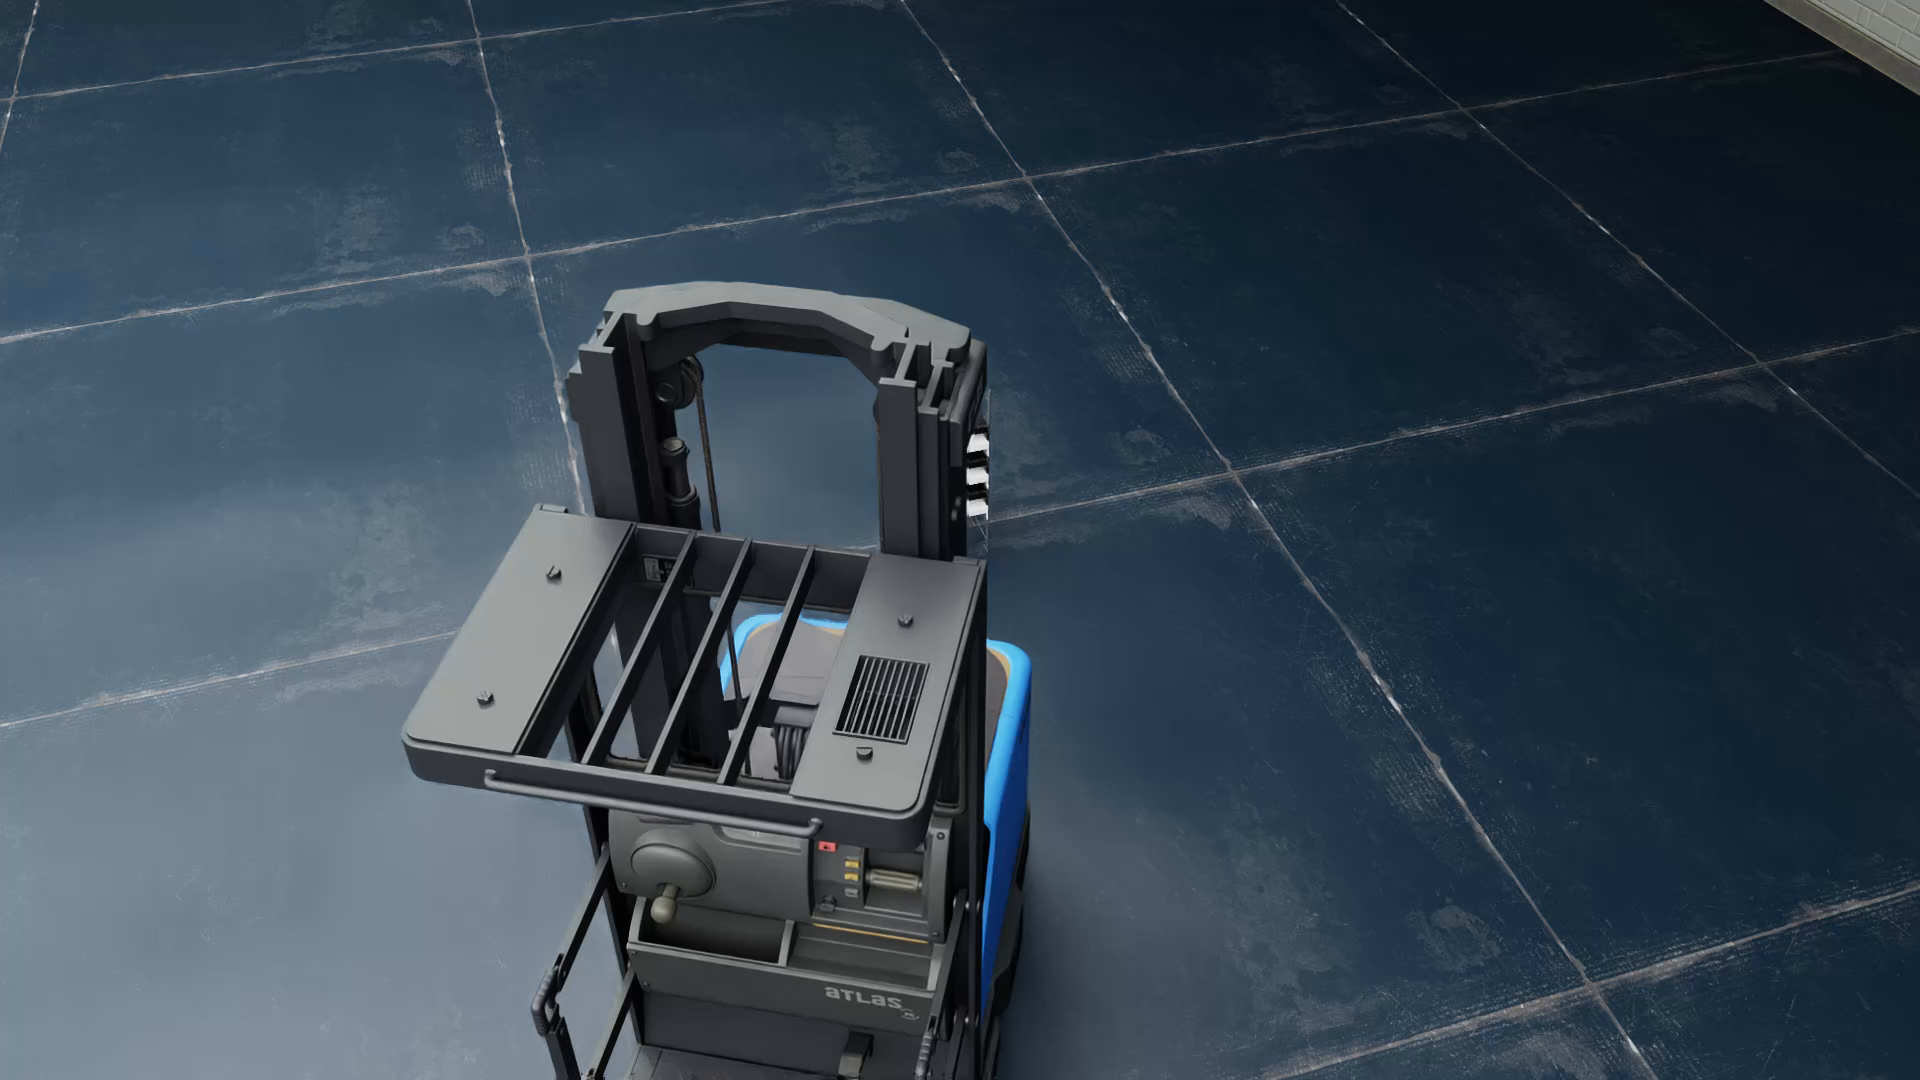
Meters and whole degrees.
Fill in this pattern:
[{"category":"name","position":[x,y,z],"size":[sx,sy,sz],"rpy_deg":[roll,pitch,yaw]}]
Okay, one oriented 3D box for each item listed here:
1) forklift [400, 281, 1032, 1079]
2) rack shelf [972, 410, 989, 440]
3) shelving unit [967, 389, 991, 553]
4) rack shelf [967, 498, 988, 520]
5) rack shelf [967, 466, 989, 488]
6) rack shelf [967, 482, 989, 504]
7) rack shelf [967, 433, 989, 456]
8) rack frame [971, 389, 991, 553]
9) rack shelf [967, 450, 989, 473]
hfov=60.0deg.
[{"category":"forklift","position":[-0.525,0.949,4.286],"size":[1.130,2.935,3.031],"rpy_deg":[7,42,8]},{"category":"rack shelf","position":[-0.008,-0.516,7.146],"size":[0.200,0.077,0.258],"rpy_deg":[-12,42,-13]},{"category":"shelving unit","position":[-0.008,-0.337,7.302],"size":[0.210,0.900,0.258],"rpy_deg":[-12,42,-13]},{"category":"rack shelf","position":[-0.008,-0.177,7.442],"size":[0.200,0.077,0.258],"rpy_deg":[-12,42,-13]},{"category":"rack shelf","position":[-0.008,-0.312,7.324],"size":[0.200,0.077,0.258],"rpy_deg":[-12,42,-13]},{"category":"rack shelf","position":[-0.008,-0.244,7.383],"size":[0.200,0.077,0.258],"rpy_deg":[-12,42,-13]},{"category":"rack shelf","position":[-0.008,-0.448,7.205],"size":[0.200,0.077,0.258],"rpy_deg":[-12,42,-13]},{"category":"rack frame","position":[0.089,-0.357,7.325],"size":[0.006,0.900,0.240],"rpy_deg":[-12,42,-13]},{"category":"rack shelf","position":[-0.008,-0.380,7.264],"size":[0.200,0.077,0.258],"rpy_deg":[-12,42,-13]}]
